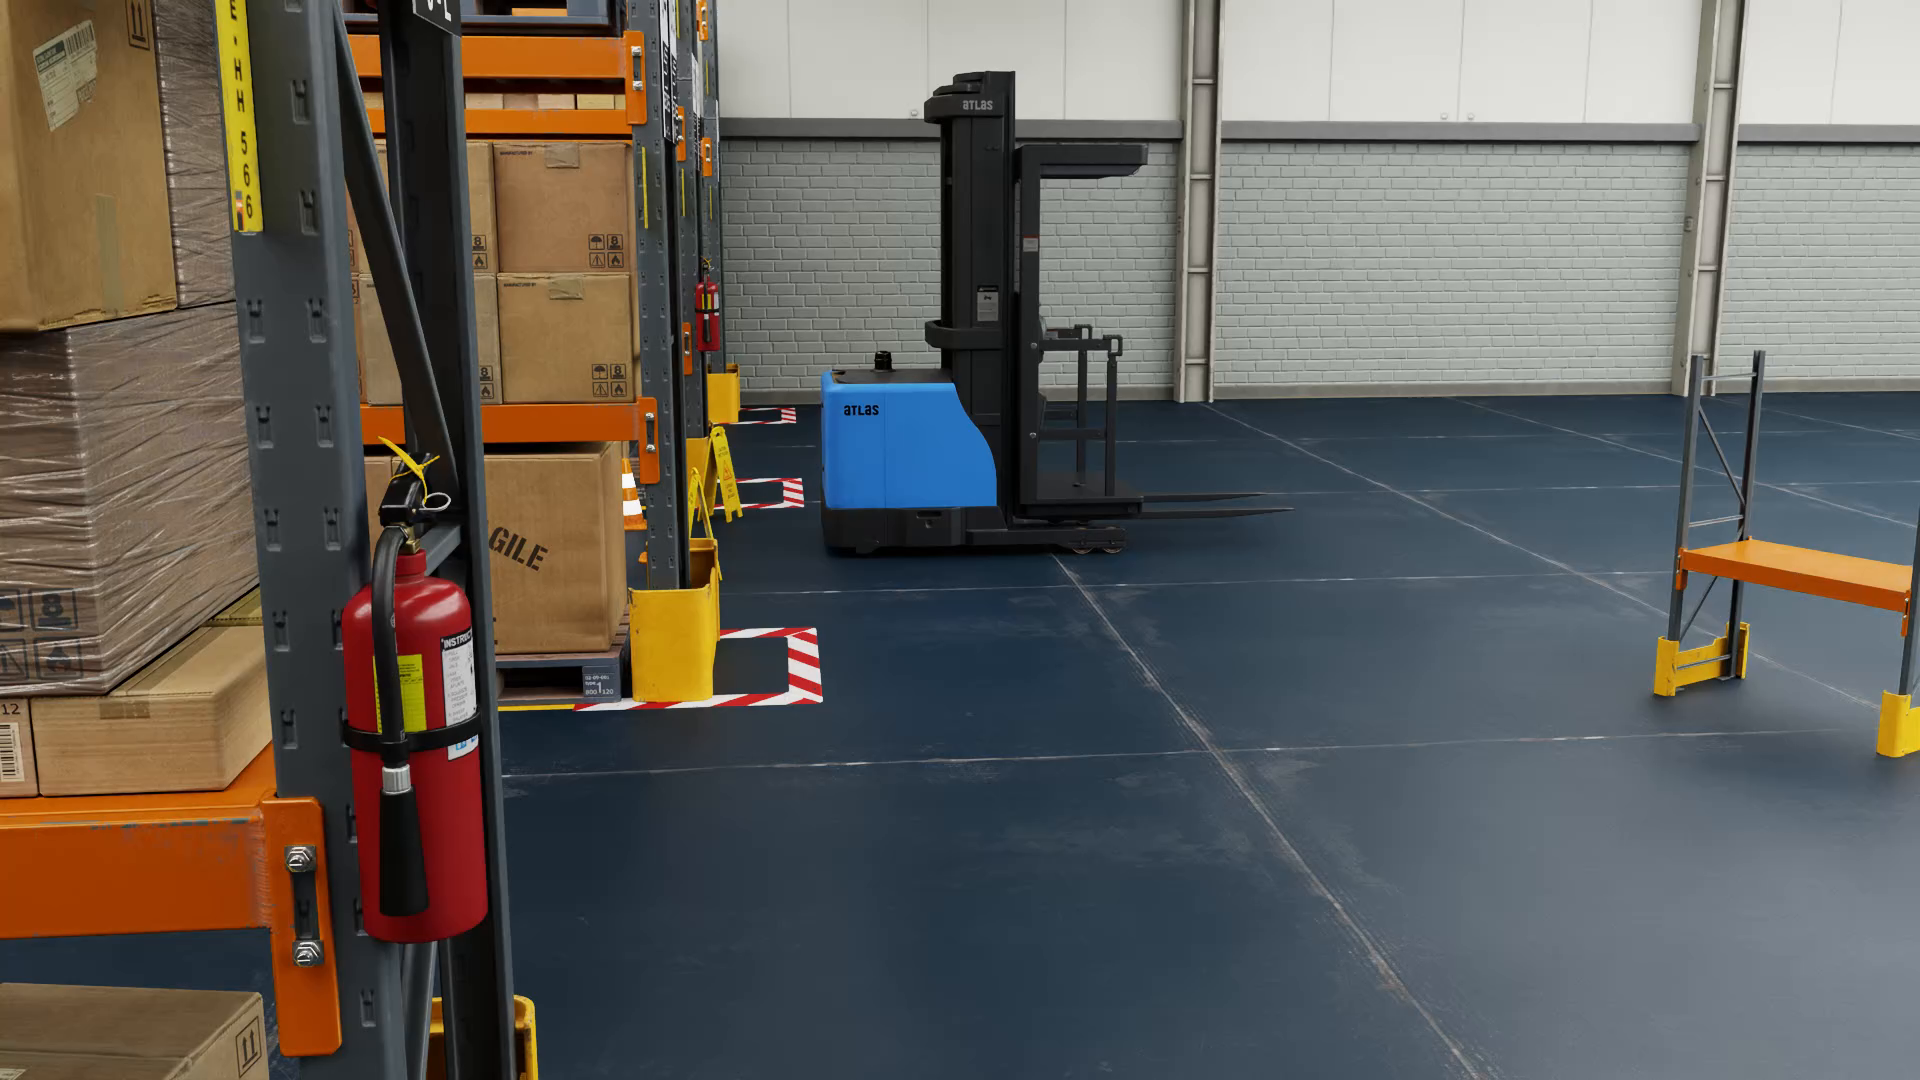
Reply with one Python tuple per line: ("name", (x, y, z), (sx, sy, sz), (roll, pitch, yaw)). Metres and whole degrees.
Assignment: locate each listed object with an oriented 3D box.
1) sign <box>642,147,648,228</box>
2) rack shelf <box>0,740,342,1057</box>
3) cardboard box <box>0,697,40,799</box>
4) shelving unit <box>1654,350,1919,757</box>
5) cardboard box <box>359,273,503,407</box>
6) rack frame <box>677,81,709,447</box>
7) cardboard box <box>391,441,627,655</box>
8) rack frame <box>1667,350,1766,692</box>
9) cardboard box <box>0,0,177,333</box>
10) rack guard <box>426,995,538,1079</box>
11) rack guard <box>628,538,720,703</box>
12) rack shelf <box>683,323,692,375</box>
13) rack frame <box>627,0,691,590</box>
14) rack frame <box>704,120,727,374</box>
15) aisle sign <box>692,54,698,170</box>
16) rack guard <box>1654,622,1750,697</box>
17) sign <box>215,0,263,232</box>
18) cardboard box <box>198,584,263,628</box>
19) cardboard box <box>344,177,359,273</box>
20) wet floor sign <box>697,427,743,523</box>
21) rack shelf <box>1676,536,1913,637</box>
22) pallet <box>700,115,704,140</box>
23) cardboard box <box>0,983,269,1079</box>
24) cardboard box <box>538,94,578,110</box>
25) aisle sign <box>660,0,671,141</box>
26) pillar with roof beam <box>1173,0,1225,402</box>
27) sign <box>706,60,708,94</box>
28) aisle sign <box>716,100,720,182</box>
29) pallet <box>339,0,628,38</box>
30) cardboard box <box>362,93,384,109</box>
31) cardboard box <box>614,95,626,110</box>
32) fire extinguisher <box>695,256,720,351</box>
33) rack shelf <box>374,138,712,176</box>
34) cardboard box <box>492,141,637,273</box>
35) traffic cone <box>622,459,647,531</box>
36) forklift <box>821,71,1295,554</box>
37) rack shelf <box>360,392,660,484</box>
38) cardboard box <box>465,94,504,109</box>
("sign", (-1.302, -1.455, 6.878), (0.005, 0.325, 0.100), (-1, 11, -6))
("rack shelf", (-2.900, 0.473, 2.551), (4.000, 0.370, 1.077), (-1, 11, -6))
("cardboard box", (-1.422, 0.252, 2.461), (0.250, 0.149, 0.380), (-1, 11, -6))
("shelving unit", (3.621, 0.001, 6.975), (0.587, 1.500, 1.083), (-7, 13, -32))
("cardboard box", (-2.255, -0.917, 7.366), (0.550, 0.550, 0.875), (-1, 11, -6))
("rack frame", (-1.982, -1.822, 12.361), (0.127, 3.000, 1.000), (-1, 11, -6))
("cardboard box", (-2.014, -0.012, 7.571), (0.875, 0.875, 0.875), (-1, 11, -6))
("rack frame", (3.351, -0.080, 7.387), (0.500, 1.500, 0.032), (-7, 13, -32))
("cardboard box", (-1.432, -0.549, 2.260), (0.500, 0.500, 0.500), (-1, 11, -6))
("rack guard", (-0.987, 1.306, 2.927), (0.348, 0.500, 1.175), (-1, 11, -6))
("rack guard", (-1.323, 0.351, 7.787), (0.348, 0.500, 1.175), (-1, 11, -6))
("rack shelf", (-3.970, -1.428, 12.218), (4.000, 0.370, 1.077), (-1, 11, -6))
("rack frame", (-1.347, -0.875, 7.543), (0.127, 3.000, 1.000), (-1, 11, -6))
("rack frame", (-2.522, -2.774, 17.203), (0.127, 3.000, 1.000), (-1, 11, -6))
("aisle sign", (-1.889, -3.043, 11.834), (0.004, 0.787, 0.394), (-1, 11, -6))
("rack guard", (3.352, 0.533, 7.506), (0.587, 0.250, 0.087), (-7, 13, -32))
("sign", (-0.872, -0.538, 2.008), (0.005, 0.325, 0.100), (-1, 11, -6))
("cardboard box", (-1.221, 0.162, 2.921), (0.250, 0.149, 0.380), (-1, 11, -6))
("cardboard box", (-2.828, -1.463, 7.348), (0.550, 0.550, 0.875), (-1, 11, -6))
("wet floor sign", (-1.678, -0.466, 11.564), (0.232, 0.644, 0.267), (3, 11, 14))
("rack shelf", (3.626, 0.179, 7.002), (0.538, 0.185, 1.000), (-7, 13, -32))
("pallet", (-3.228, -4.193, 16.872), (1.213, 0.211, 1.003), (-1, 11, -6))
("cardboard box", (-1.534, 1.109, 2.845), (0.500, 0.500, 0.500), (1, 11, 4))
("cardboard box", (-2.818, -3.099, 11.732), (0.250, 0.149, 0.380), (-1, 11, -4))
("aisle sign", (-1.244, -2.095, 7.007), (0.004, 0.787, 0.394), (-1, 11, -6))
("pillar with roof beam", (3.118, -5.175, 13.866), (0.400, 9.000, 9.100), (-1, 11, -6))
("sign", (-2.477, -4.537, 16.305), (0.005, 0.325, 0.100), (-1, 11, -6))
("aisle sign", (-2.425, -3.995, 16.672), (0.004, 0.787, 0.394), (-1, 11, -6))
("pallet", (-2.083, -2.286, 7.173), (1.213, 0.211, 1.003), (-1, 11, -6))
("cardboard box", (-4.087, -3.079, 11.629), (0.250, 0.149, 0.380), (-1, 11, -6))
("cardboard box", (-2.307, -3.110, 11.785), (0.250, 0.149, 0.380), (-1, 11, -6))
("fire extinguisher", (-1.818, -1.698, 11.931), (0.183, 0.674, 0.296), (-1, 11, -6))
("rack shelf", (-4.510, -3.851, 16.771), (4.000, 0.370, 1.077), (-1, 11, -6))
("cardboard box", (-1.720, -1.478, 7.423), (0.550, 0.550, 0.875), (-1, 11, -6))
("traffic cone", (-2.270, -0.321, 11.302), (0.334, 0.463, 0.336), (-1, 11, -6))
("forklift", (0.620, -1.451, 10.653), (3.031, 2.935, 1.130), (-1, 11, -6))
("rack shelf", (-3.335, -0.480, 7.401), (4.000, 0.370, 1.077), (-1, 11, -6))
("cardboard box", (-3.320, -3.092, 11.697), (0.250, 0.149, 0.380), (-1, 11, -7))
